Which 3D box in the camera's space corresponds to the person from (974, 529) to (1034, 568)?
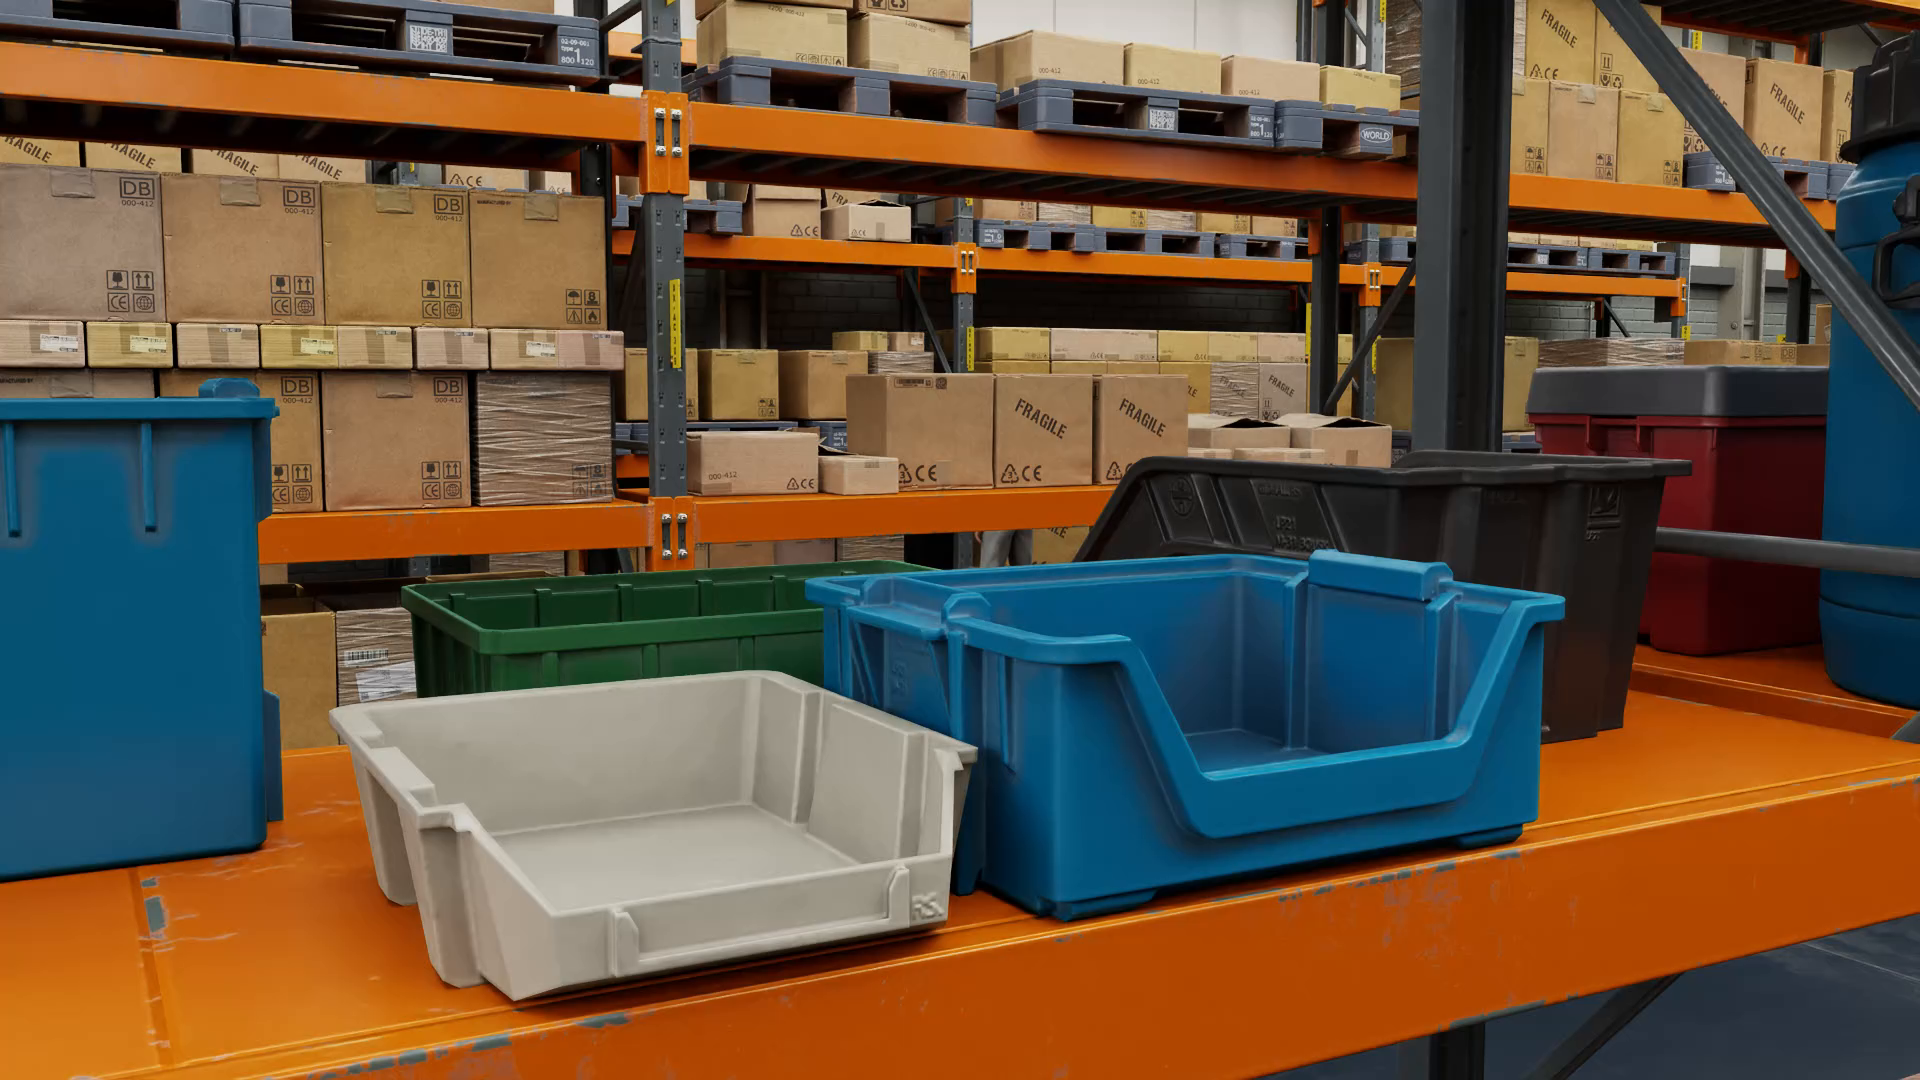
[{"bbox_3d":[0.311,-0.103,11.126,0.504,1.671,0.366,-3,6,-32],"label":"person"}]
